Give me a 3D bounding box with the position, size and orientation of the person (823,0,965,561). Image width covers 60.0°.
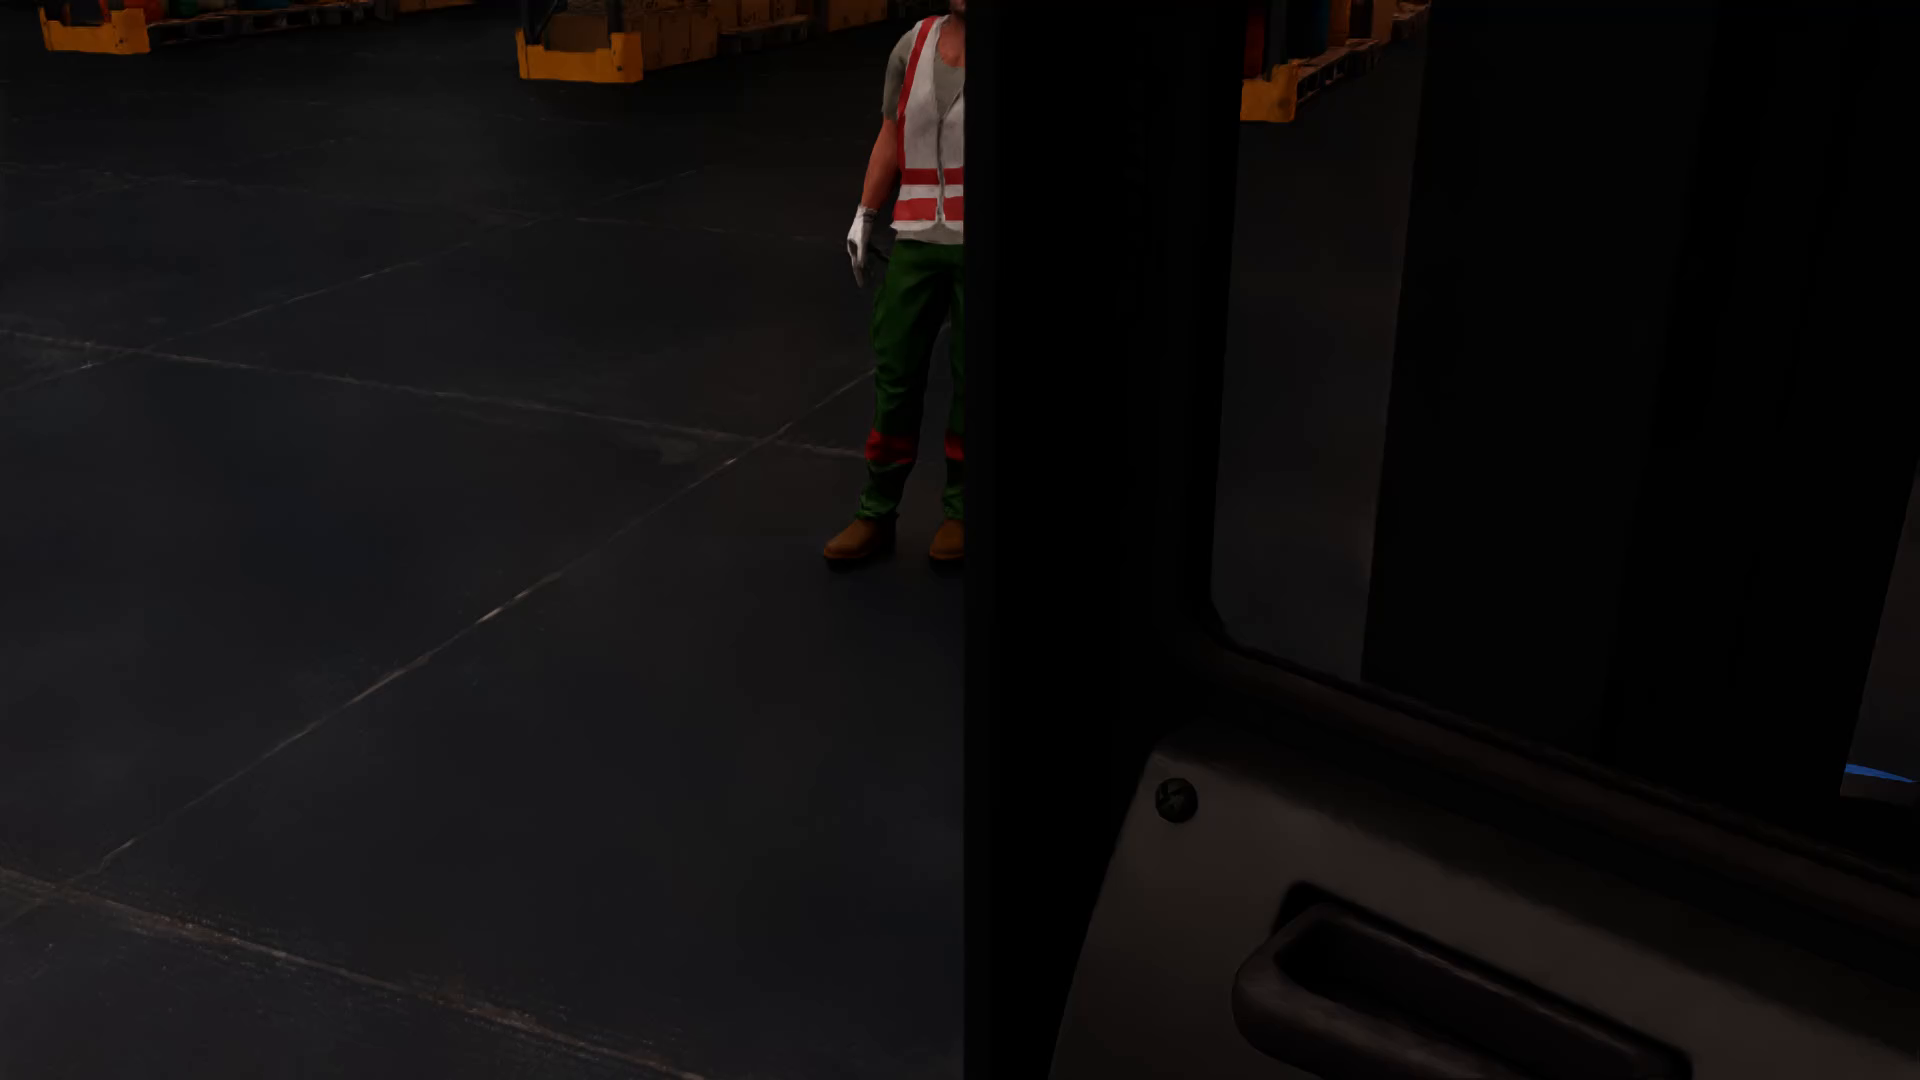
[{"bbox_3d":[-0.041,-0.805,4.681,0.637,1.787,0.563,9,24,21],"label":"person"}]
